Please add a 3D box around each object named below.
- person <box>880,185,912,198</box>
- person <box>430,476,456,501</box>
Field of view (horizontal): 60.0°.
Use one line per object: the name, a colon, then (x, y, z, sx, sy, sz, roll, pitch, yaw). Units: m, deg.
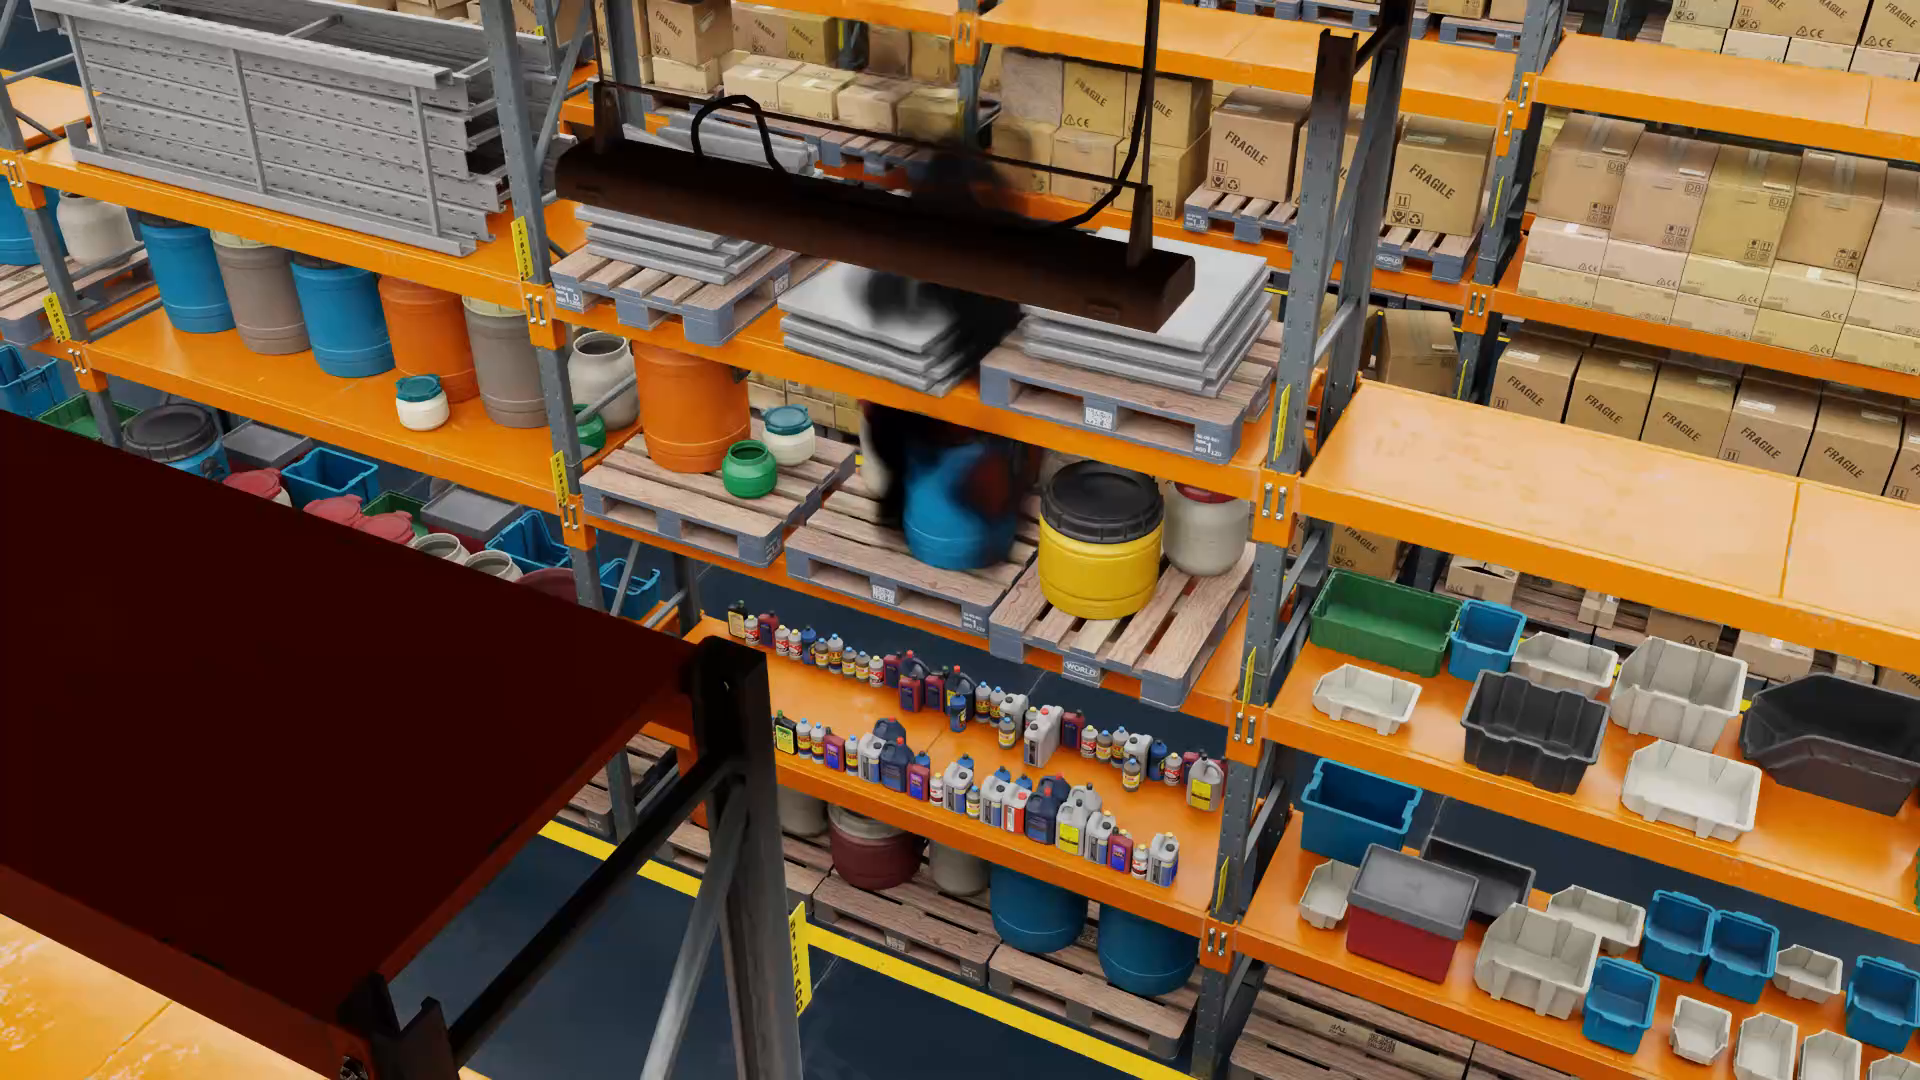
person: (-0.687, -2.893, 16.482, 0.738, 1.806, 0.671, 16, 38, 22)
person: (-4.007, -0.620, 13.251, 0.702, 1.813, 0.693, 18, 39, 24)
